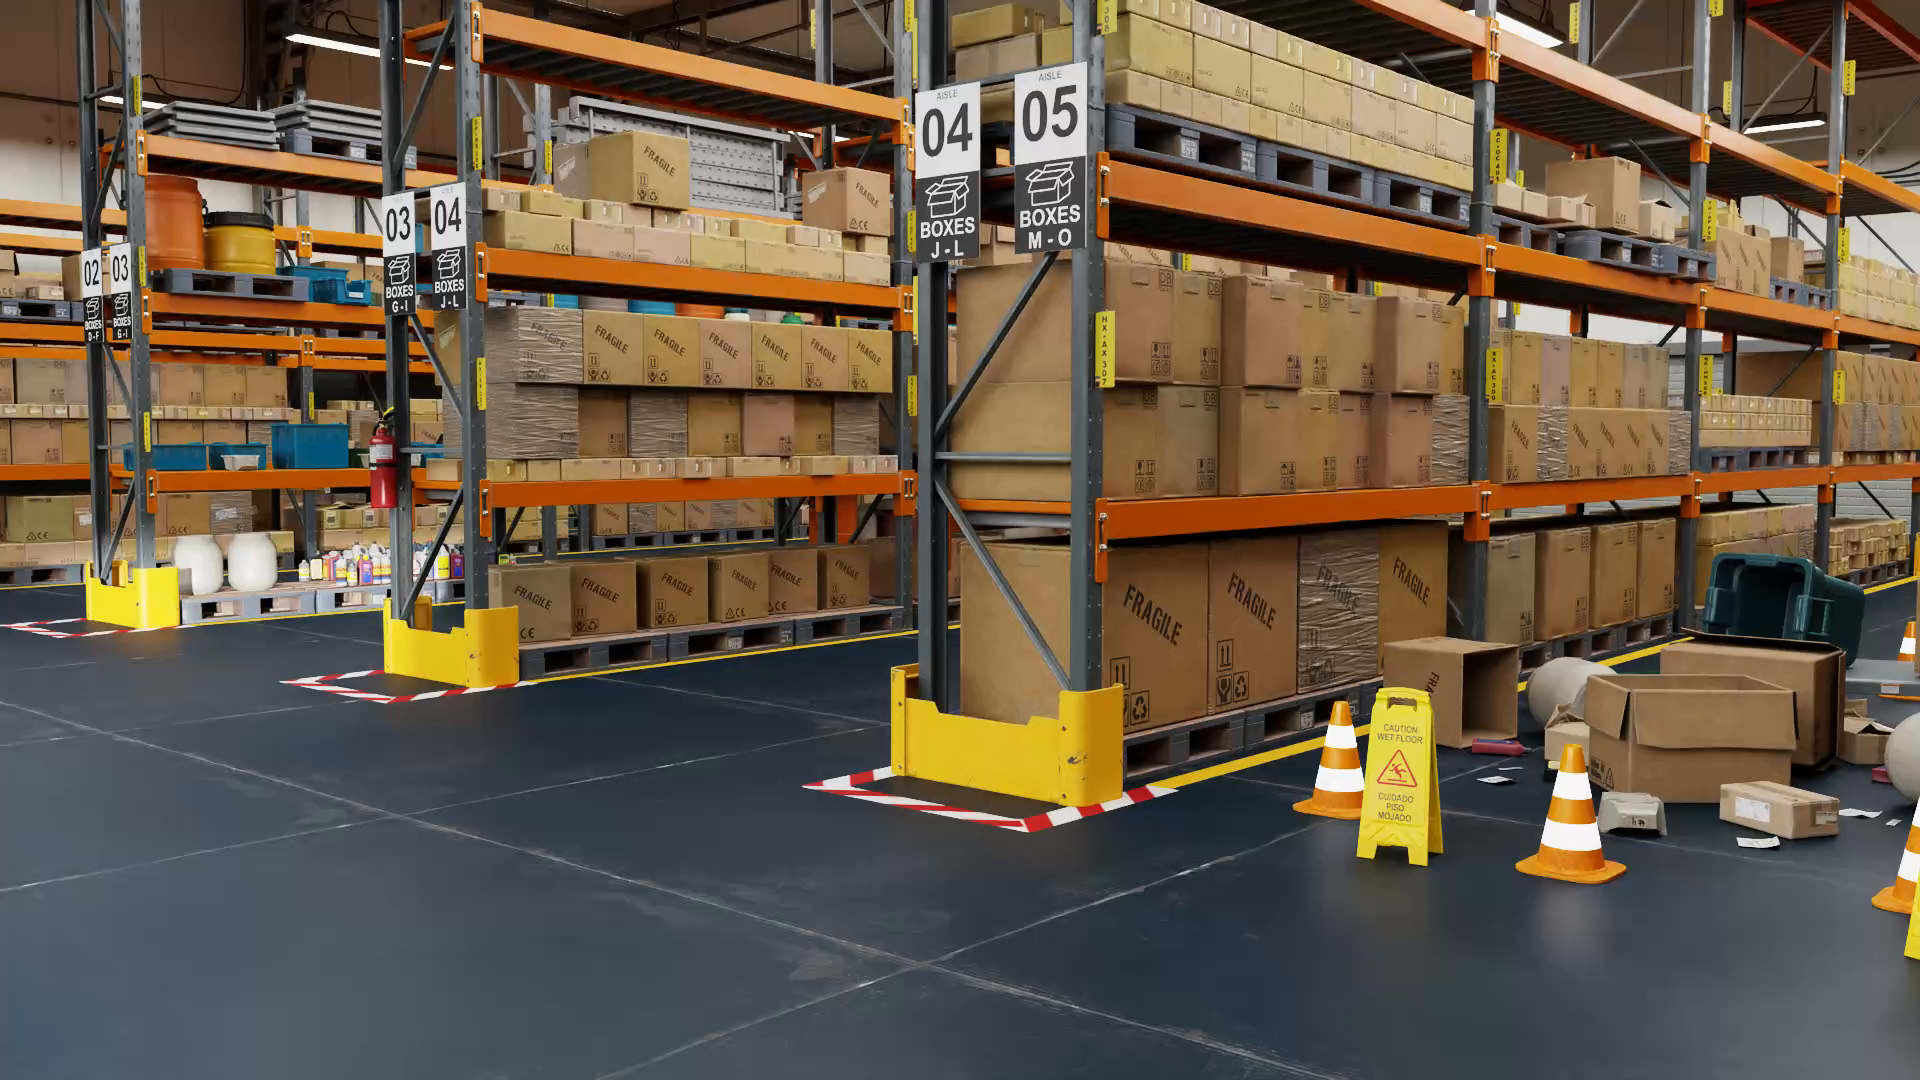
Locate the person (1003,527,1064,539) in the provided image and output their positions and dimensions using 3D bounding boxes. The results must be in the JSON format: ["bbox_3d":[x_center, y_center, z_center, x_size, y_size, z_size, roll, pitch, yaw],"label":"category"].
[{"bbox_3d":[0.566,-0.096,13.374,0.563,1.730,0.391,3,4,36],"label":"person"}]
